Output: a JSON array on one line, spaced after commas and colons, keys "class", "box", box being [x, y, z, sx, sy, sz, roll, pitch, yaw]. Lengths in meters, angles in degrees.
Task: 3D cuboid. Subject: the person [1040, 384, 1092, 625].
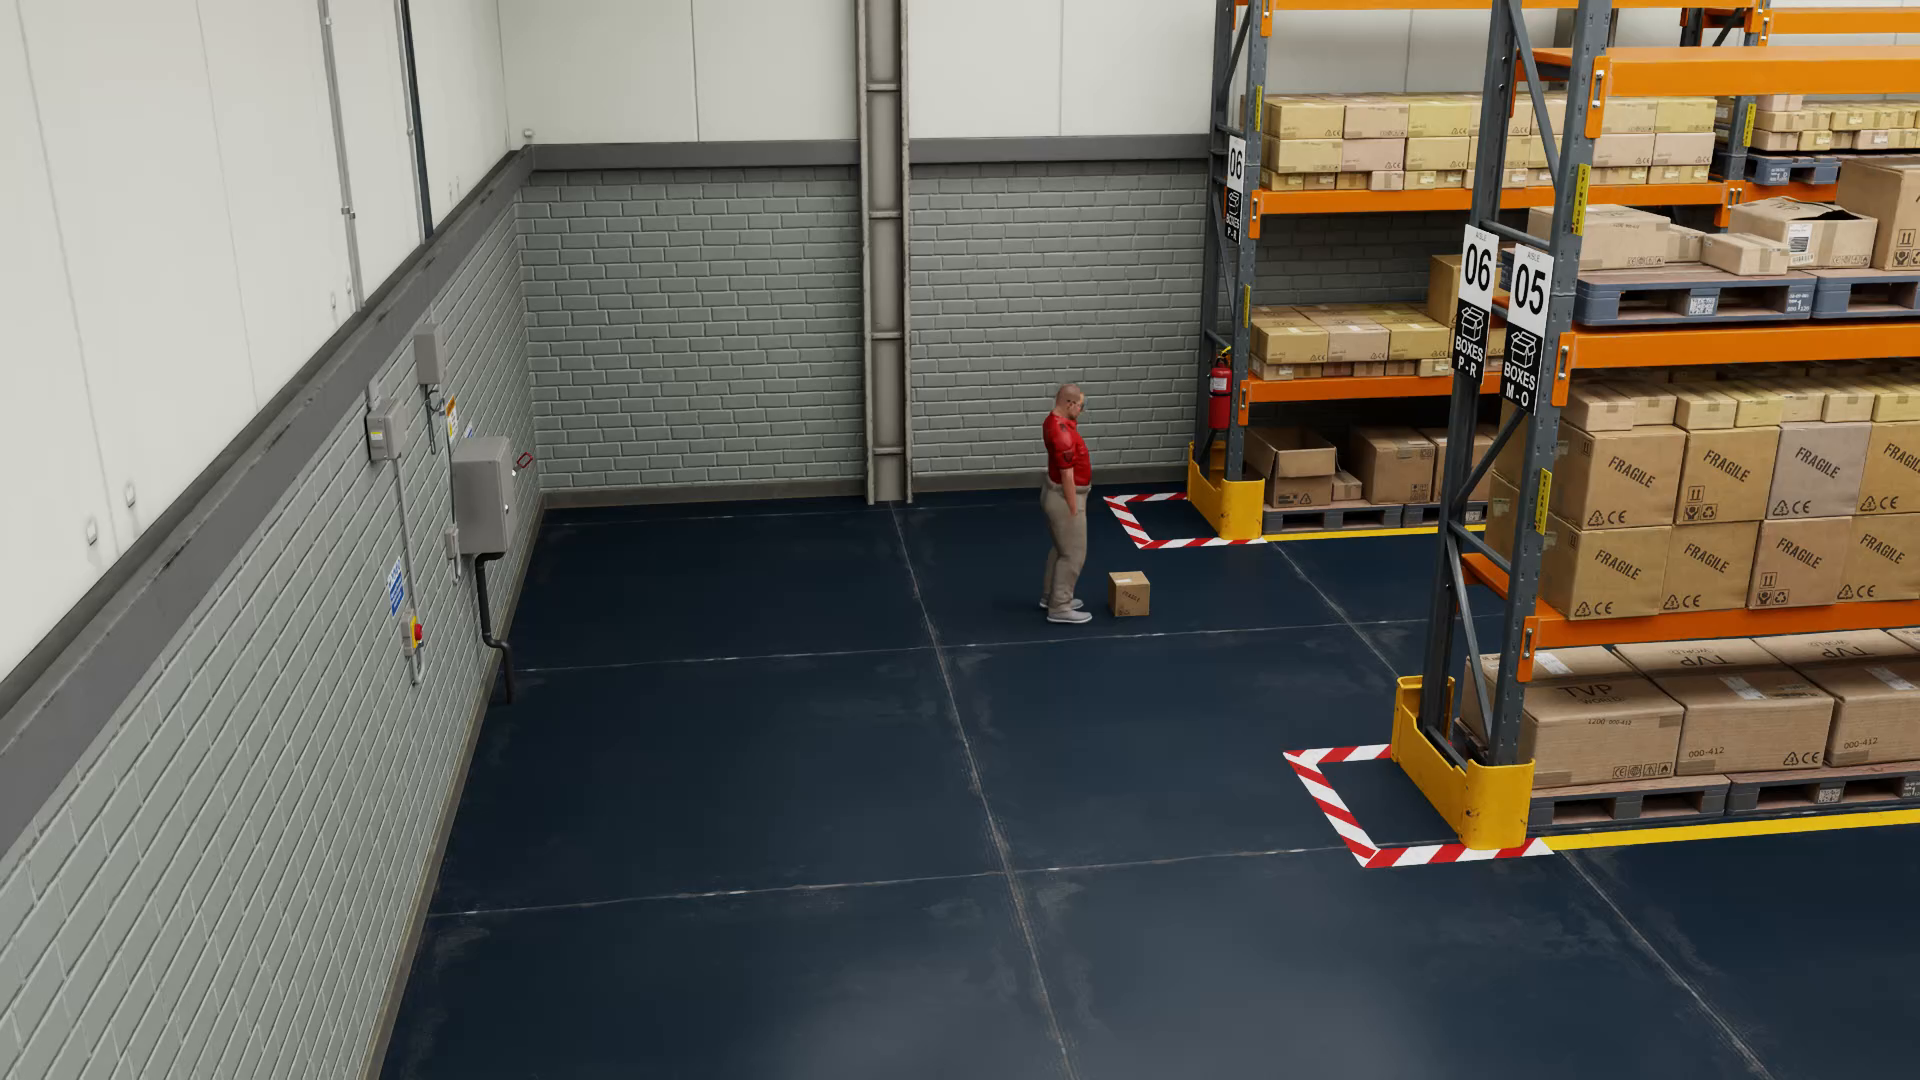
[{"class": "person", "box": [0.756, -0.270, 11.876, 0.356, 1.724, 0.532, -2, 20, -7]}]
